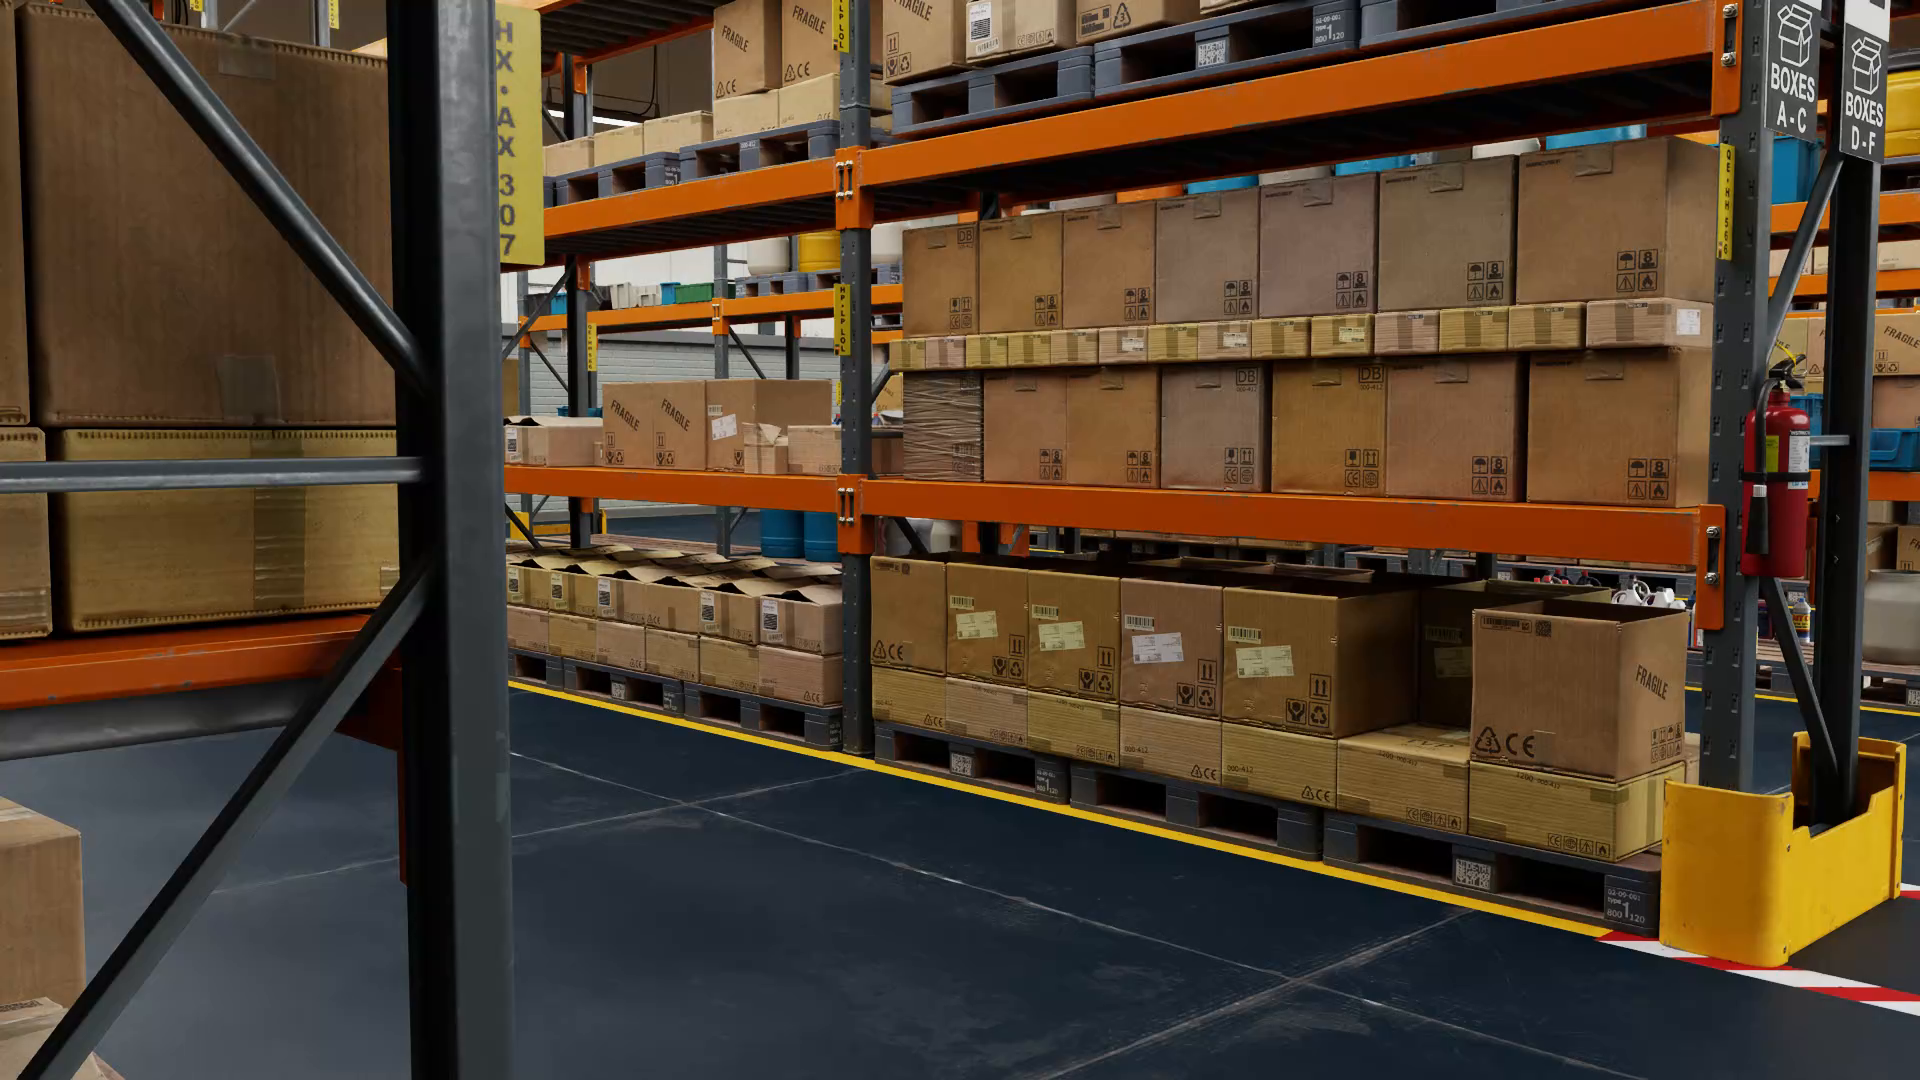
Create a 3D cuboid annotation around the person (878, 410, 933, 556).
[{"bbox_3d":[-0.394,-0.136,12.366,0.392,1.664,0.532,4,6,43],"label":"person"}]
